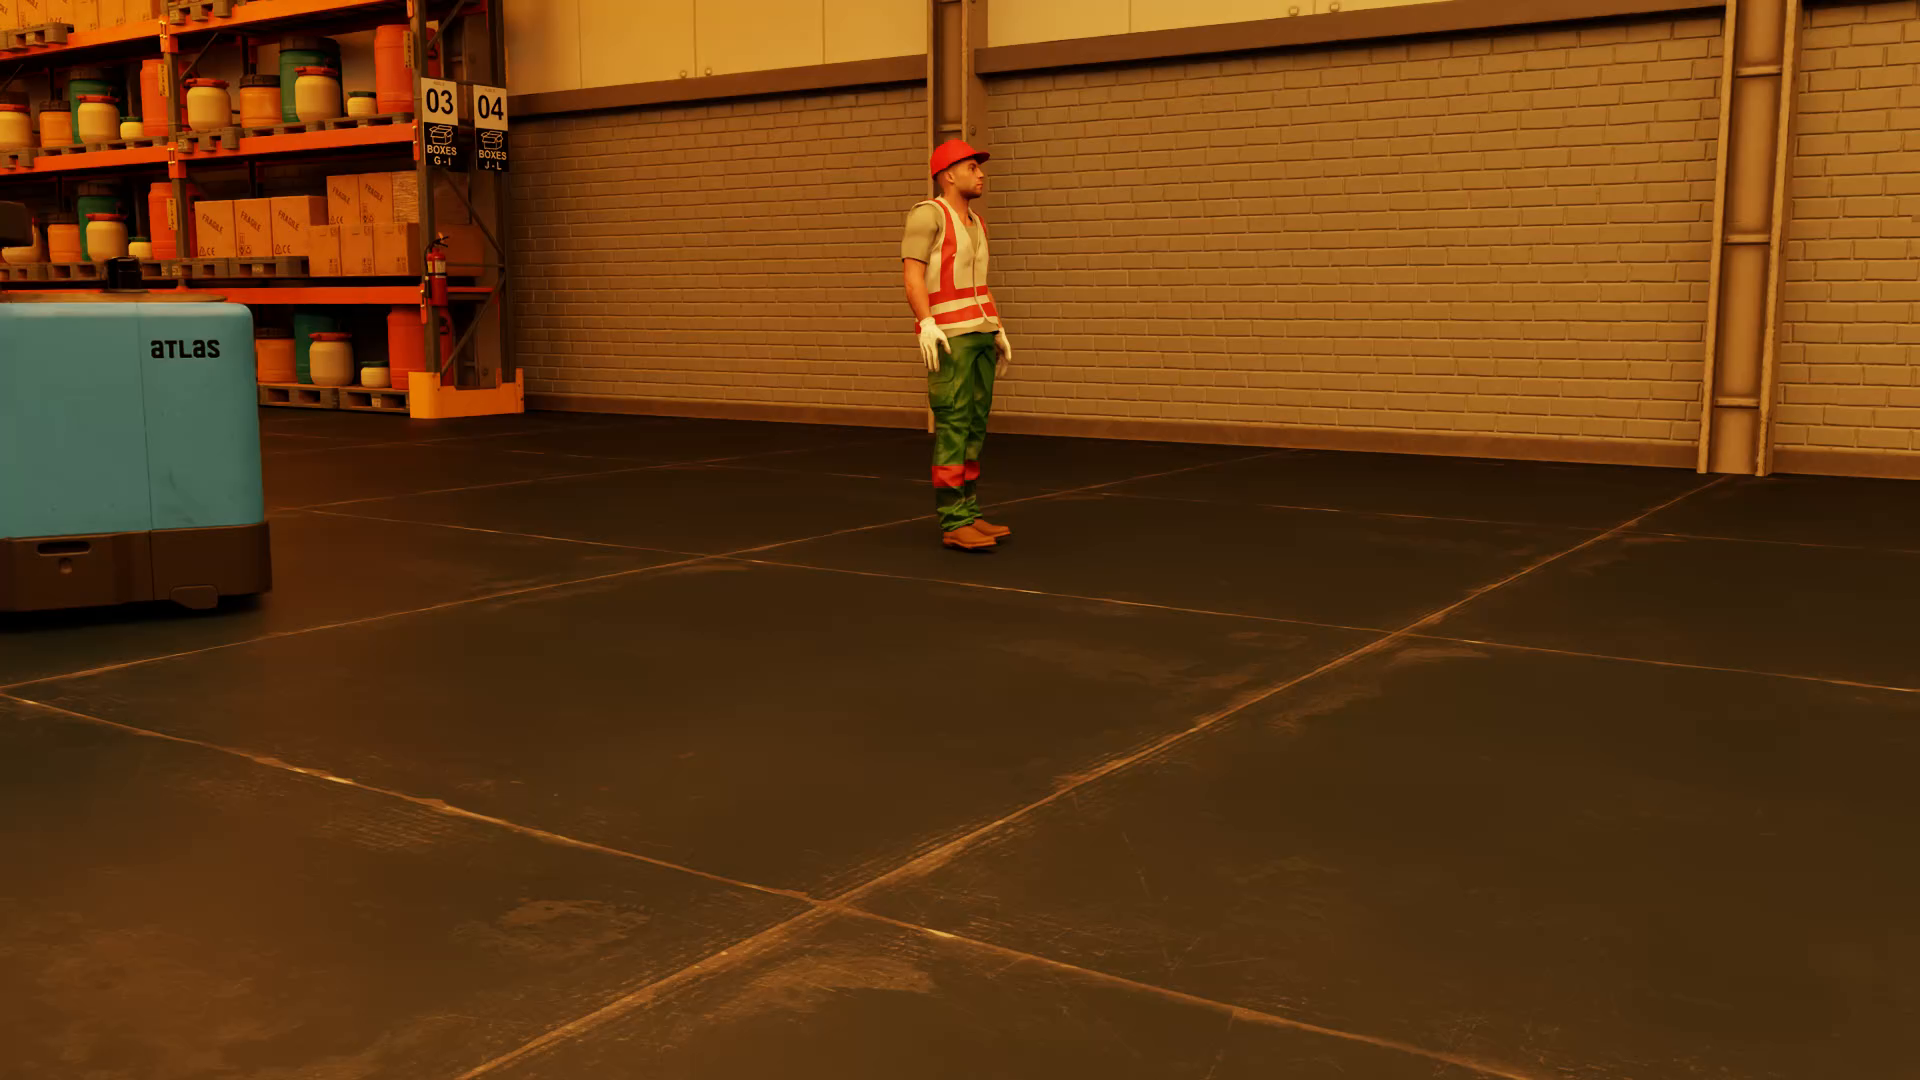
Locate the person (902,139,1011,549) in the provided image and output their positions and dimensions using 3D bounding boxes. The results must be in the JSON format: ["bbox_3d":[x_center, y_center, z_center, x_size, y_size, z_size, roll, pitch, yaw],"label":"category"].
[{"bbox_3d":[0.059,-0.885,7.422,0.564,1.787,0.637,5,10,34],"label":"person"}]

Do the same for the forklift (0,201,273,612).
[{"bbox_3d":[-3.981,-1.167,5.401,3.031,2.935,1.130,-4,9,-26],"label":"forklift"}]
